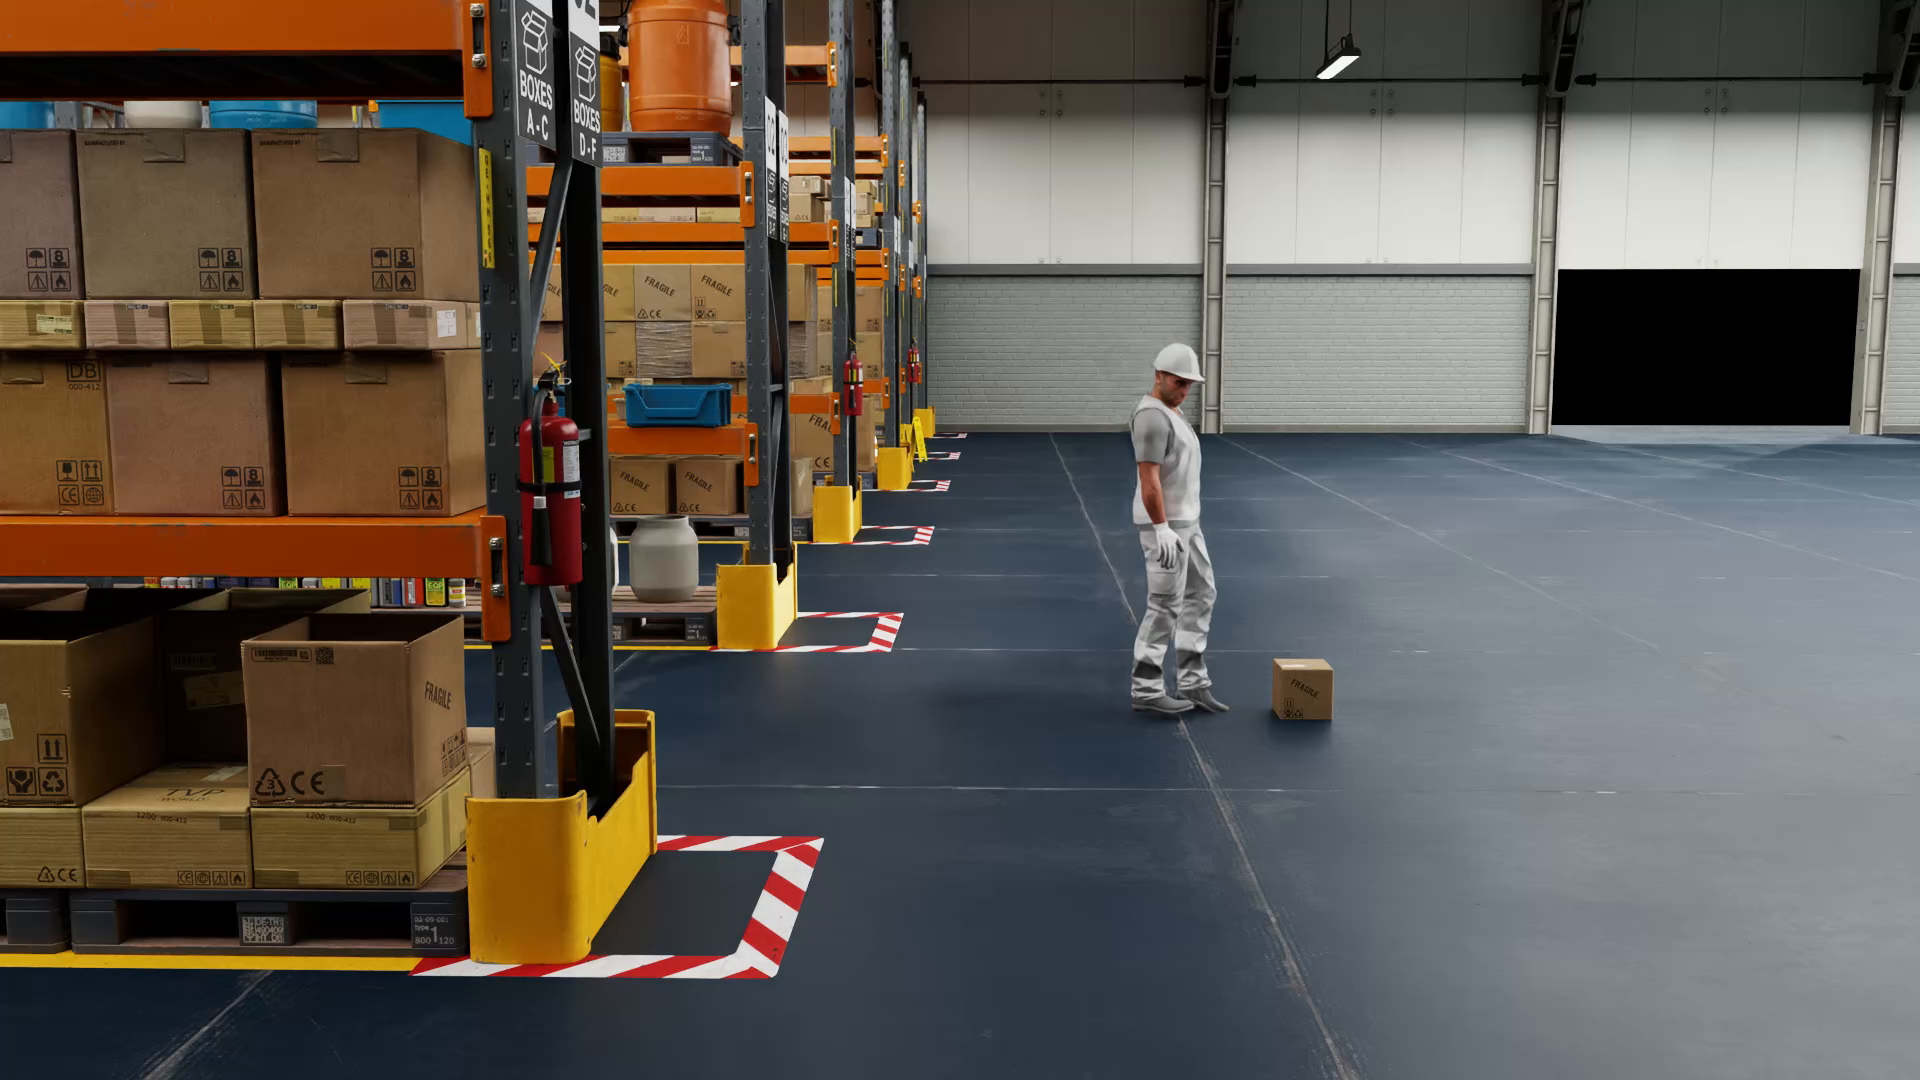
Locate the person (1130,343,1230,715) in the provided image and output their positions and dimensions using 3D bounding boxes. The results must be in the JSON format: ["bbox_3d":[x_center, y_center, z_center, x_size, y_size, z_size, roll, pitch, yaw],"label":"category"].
[{"bbox_3d":[1.056,-0.022,7.981,0.460,1.836,0.595,2,7,16],"label":"person"}]
